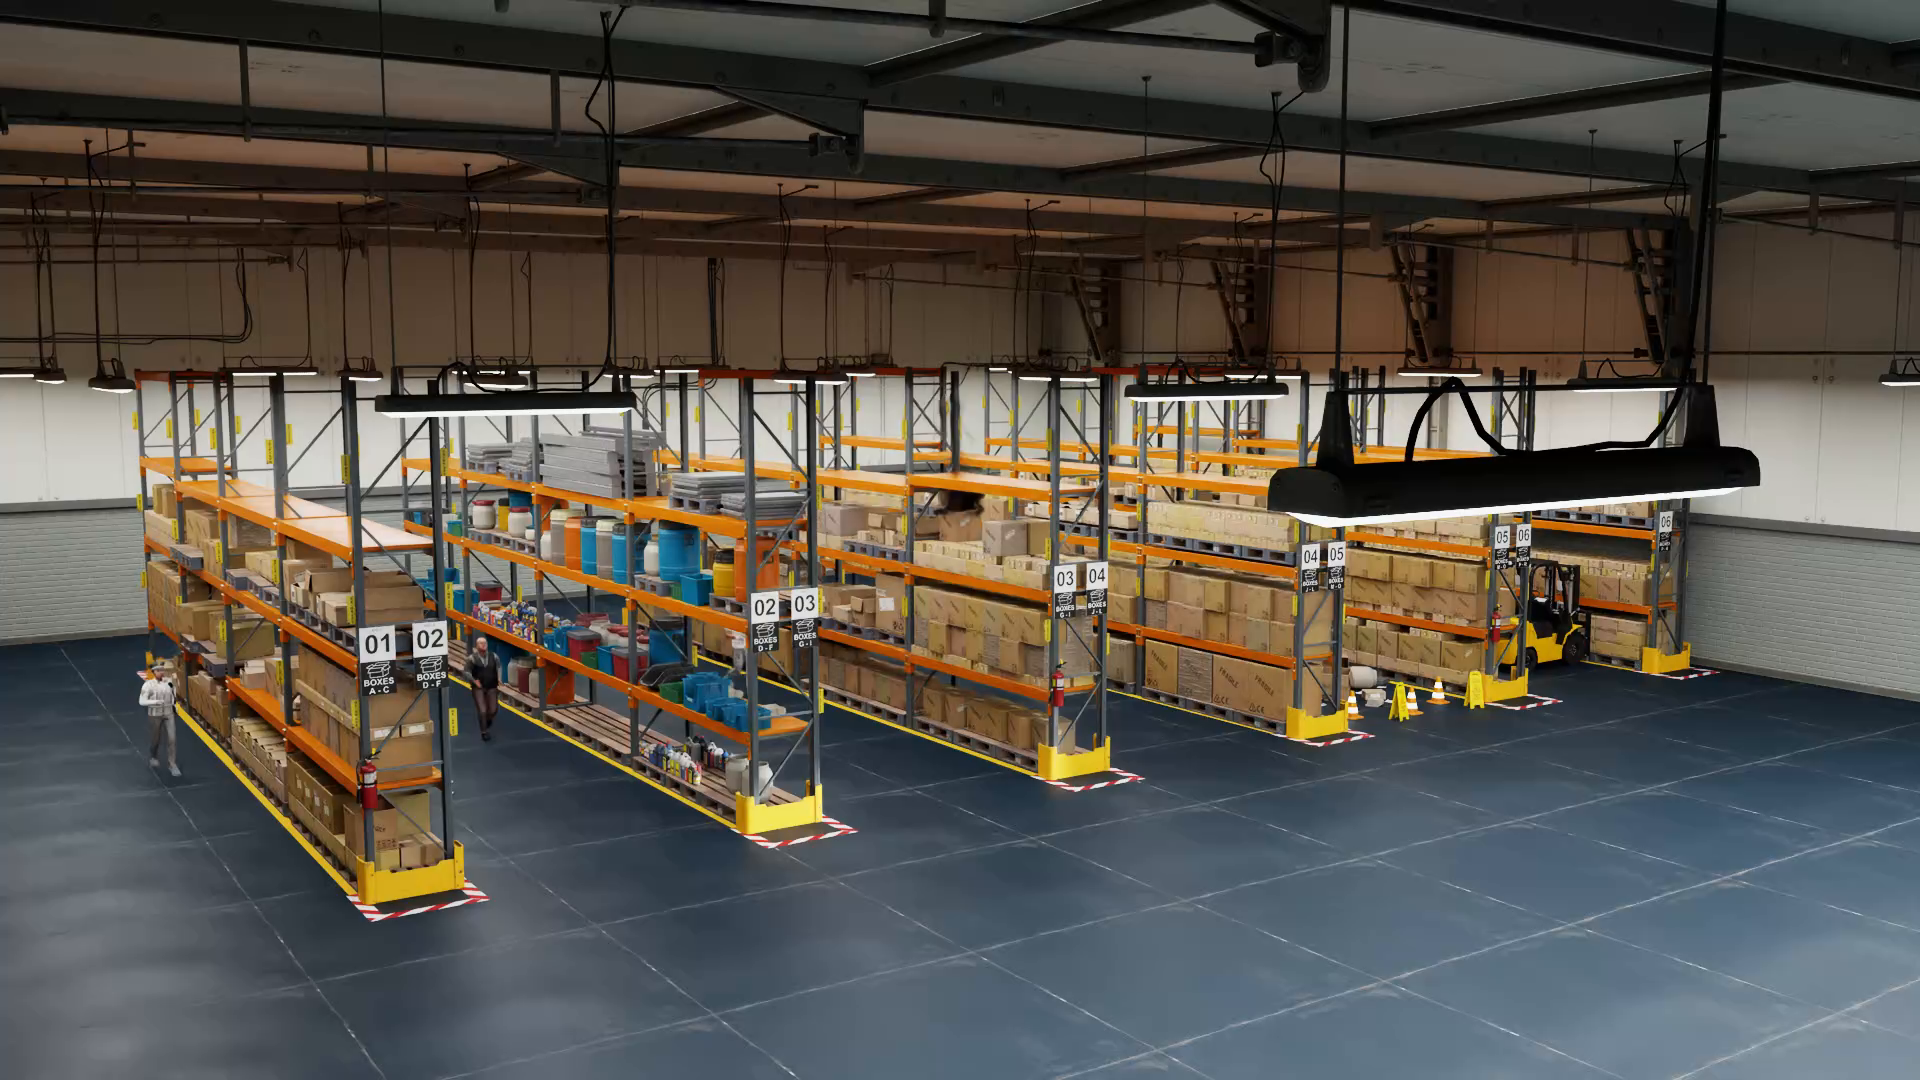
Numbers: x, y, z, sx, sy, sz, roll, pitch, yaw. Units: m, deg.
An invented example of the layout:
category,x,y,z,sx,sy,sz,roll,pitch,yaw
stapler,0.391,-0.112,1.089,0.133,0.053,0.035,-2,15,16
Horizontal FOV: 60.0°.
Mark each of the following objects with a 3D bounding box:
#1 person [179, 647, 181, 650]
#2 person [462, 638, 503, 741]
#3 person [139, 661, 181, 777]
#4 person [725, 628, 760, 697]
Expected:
category,x,y,z,sx,sy,sz,roll,pitch,yaw
person,-15.542,1.741,33.682,0.554,1.613,0.661,-2,7,-19
person,-7.811,2.432,27.290,0.661,1.680,0.585,-4,7,-28
person,-12.004,2.655,24.980,0.606,1.717,0.874,-6,9,-43
person,-3.989,1.977,30.550,0.687,1.759,1.006,-5,8,-39
